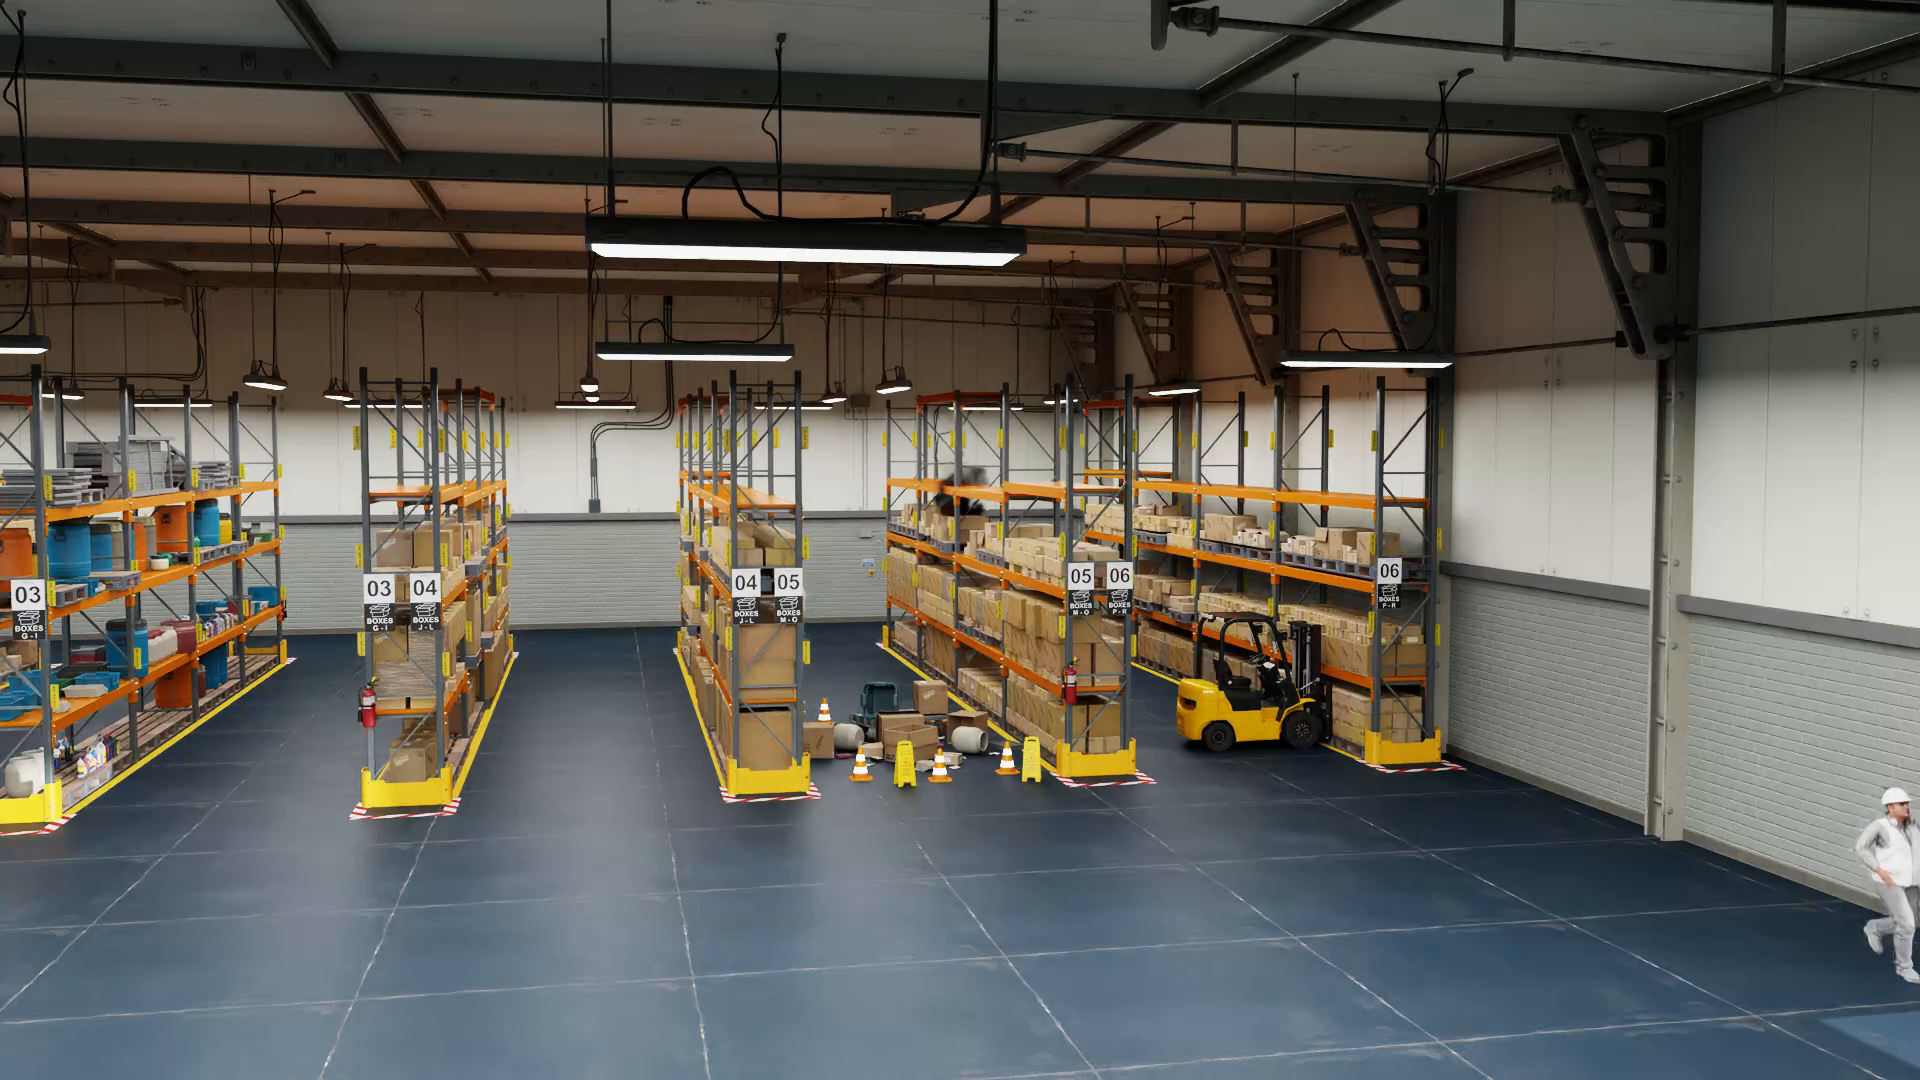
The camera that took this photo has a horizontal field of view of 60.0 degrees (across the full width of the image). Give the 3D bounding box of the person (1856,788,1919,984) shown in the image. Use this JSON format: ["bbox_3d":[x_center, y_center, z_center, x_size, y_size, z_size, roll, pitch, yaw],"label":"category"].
[{"bbox_3d":[8.770,3.196,15.635,0.672,1.753,0.789,-1,4,-15],"label":"person"}]
